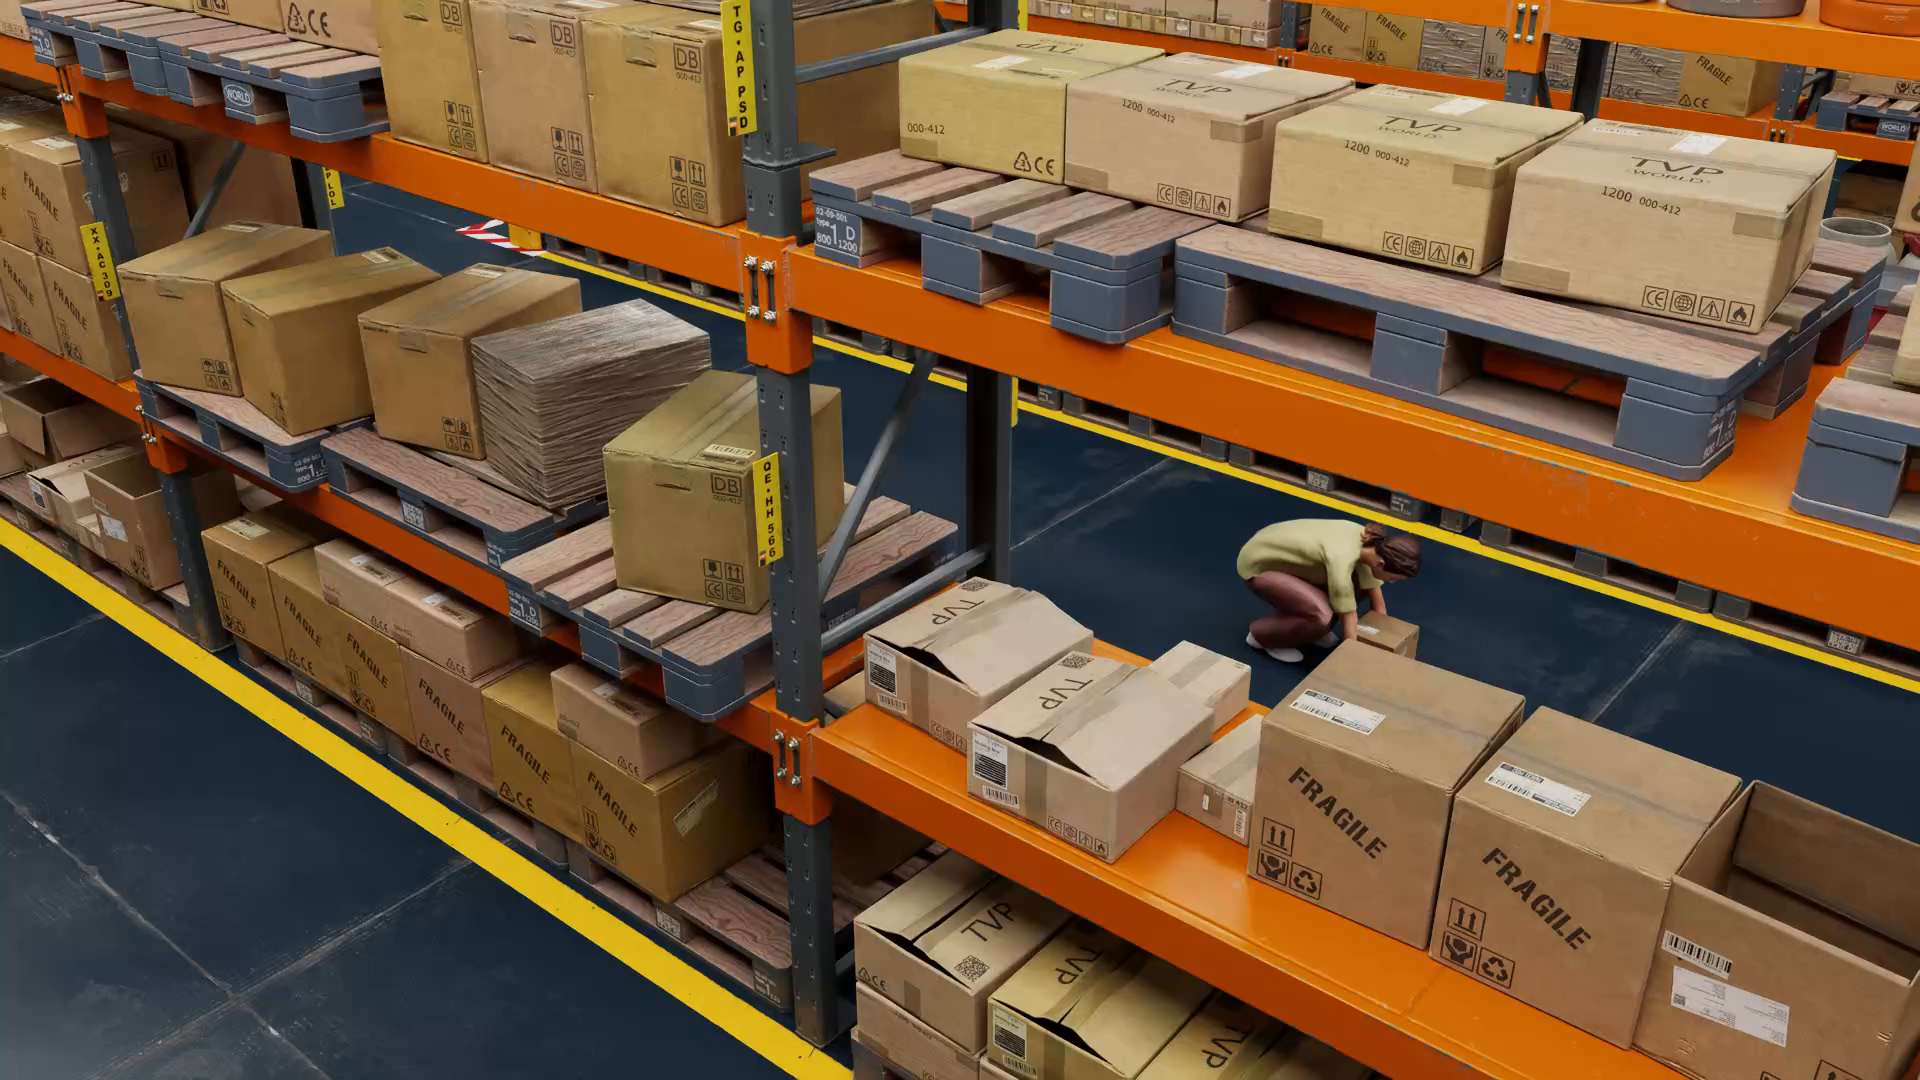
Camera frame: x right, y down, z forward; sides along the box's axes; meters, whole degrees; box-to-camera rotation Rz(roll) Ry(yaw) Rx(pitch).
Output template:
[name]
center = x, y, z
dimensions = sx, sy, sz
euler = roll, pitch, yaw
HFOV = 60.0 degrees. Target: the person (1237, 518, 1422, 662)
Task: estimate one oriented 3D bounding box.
[person]
center = 1.699, 0.238, 7.740
dimensions = 0.843, 0.802, 0.461
euler = 20, 34, 34
